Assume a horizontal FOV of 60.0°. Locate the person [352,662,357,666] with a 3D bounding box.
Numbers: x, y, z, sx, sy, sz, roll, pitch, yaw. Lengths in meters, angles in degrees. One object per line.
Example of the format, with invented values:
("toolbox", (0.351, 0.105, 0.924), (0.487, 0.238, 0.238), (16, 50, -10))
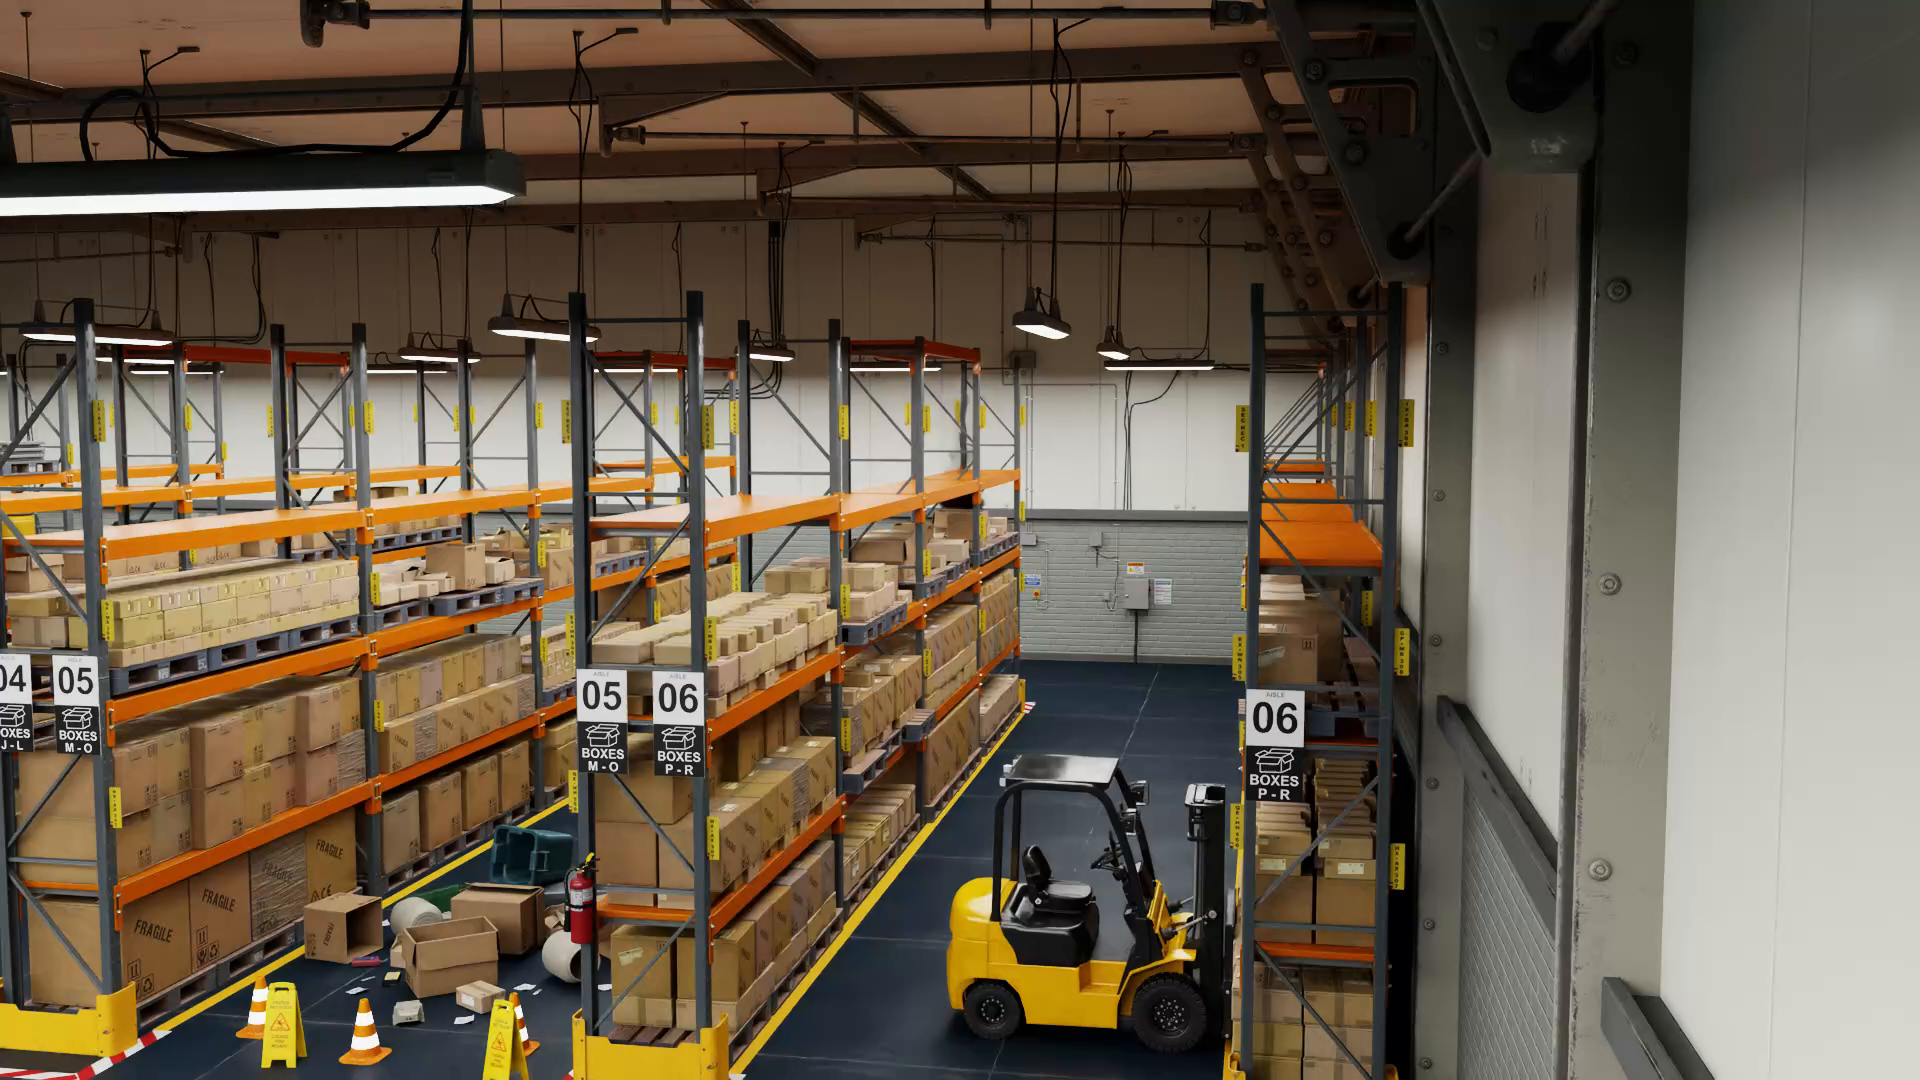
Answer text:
("person", (-8.635, 2.473, 24.227), (0.646, 1.498, 0.822), (1, 5, 7))
